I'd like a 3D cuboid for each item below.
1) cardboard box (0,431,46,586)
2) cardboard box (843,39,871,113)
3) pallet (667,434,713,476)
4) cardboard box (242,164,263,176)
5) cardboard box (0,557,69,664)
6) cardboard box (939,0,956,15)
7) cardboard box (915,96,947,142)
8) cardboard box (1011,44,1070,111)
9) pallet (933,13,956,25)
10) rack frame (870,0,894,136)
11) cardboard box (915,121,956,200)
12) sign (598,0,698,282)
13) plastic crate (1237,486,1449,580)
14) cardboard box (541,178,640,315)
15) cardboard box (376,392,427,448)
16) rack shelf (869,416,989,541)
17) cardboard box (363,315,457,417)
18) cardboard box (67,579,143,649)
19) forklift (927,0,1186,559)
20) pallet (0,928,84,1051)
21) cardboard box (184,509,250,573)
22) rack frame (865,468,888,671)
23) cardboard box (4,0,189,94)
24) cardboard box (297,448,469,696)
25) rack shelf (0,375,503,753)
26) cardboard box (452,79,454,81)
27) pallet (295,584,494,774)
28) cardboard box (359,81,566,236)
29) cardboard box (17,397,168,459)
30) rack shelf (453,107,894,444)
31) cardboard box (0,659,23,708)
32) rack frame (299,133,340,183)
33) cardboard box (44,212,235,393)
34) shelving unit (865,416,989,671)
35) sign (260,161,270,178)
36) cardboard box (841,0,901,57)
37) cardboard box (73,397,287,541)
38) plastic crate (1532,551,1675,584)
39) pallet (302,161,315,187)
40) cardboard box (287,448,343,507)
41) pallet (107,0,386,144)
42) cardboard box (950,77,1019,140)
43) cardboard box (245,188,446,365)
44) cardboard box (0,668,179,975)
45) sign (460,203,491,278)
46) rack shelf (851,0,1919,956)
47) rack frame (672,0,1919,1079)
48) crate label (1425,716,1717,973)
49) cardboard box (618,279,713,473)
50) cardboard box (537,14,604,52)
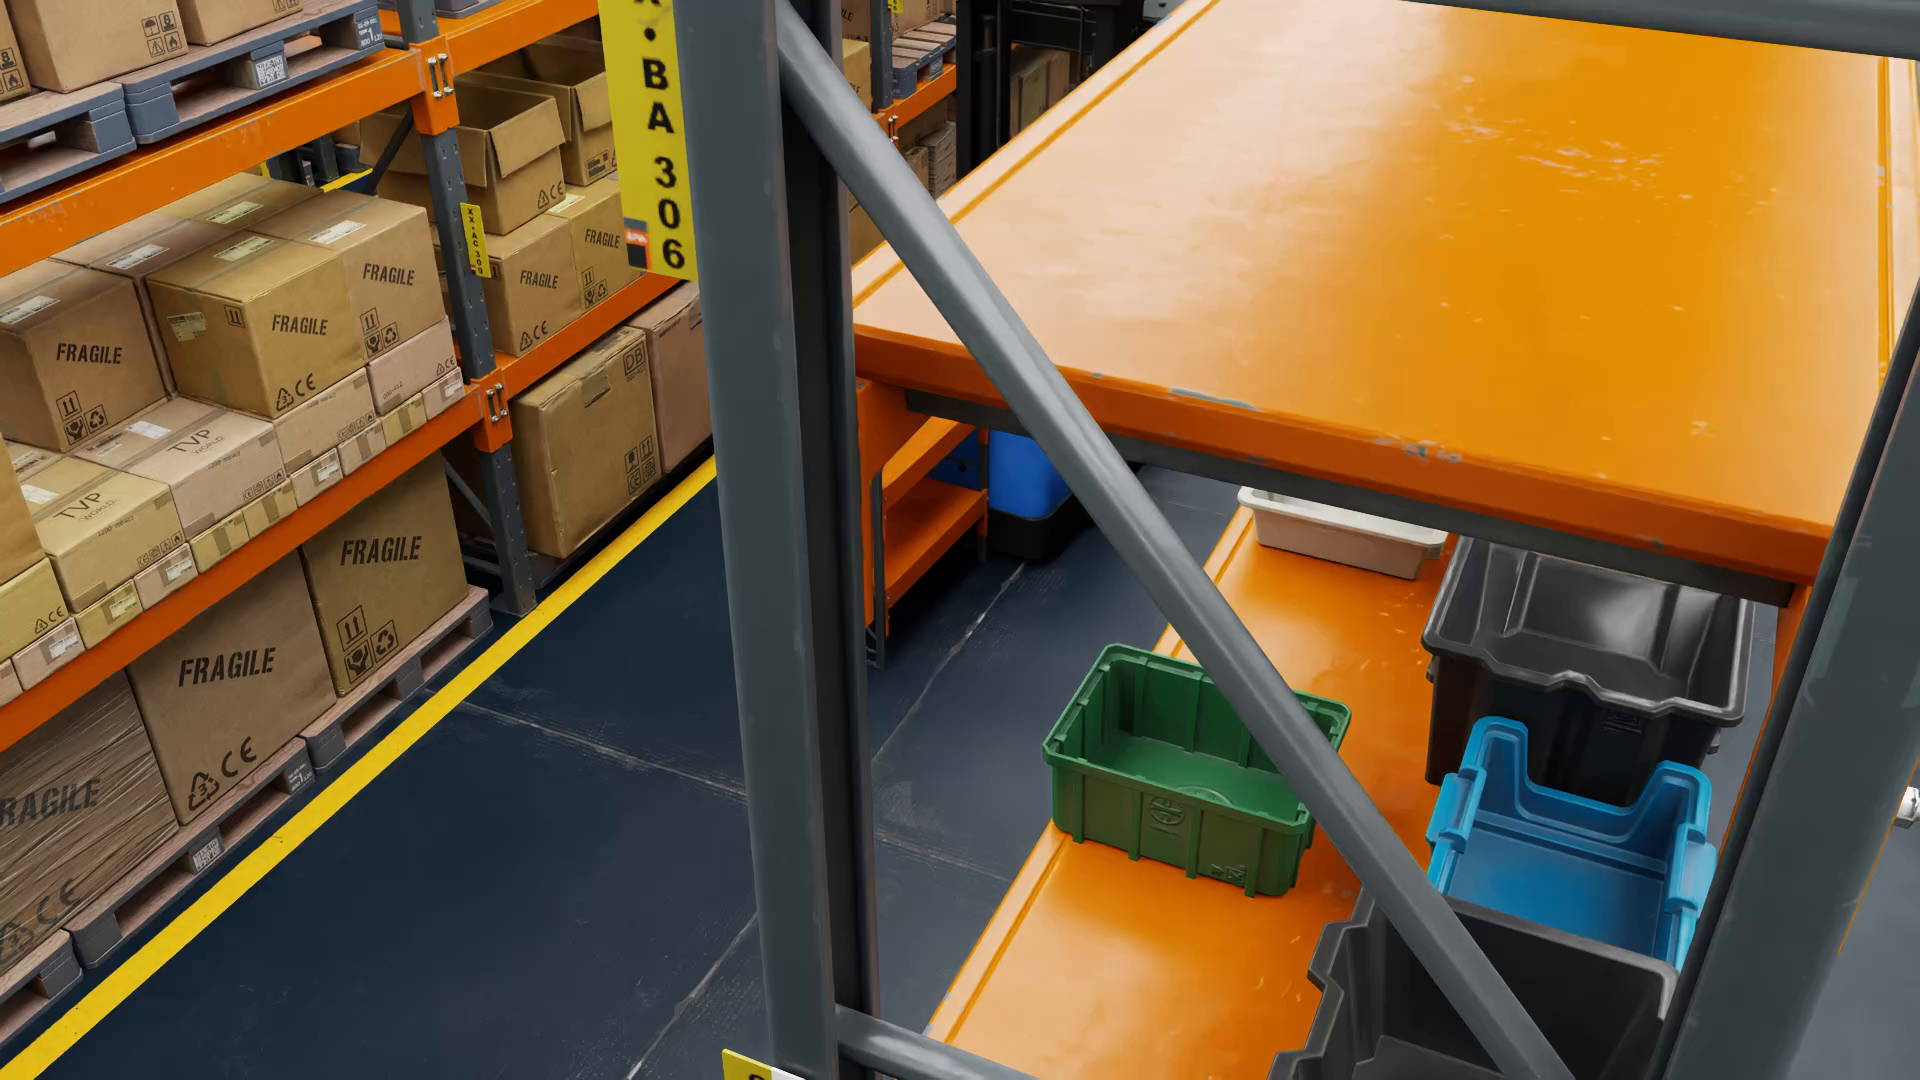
[{"bbox_3d":[-3.380,-0.078,5.315,0.500,0.500,0.500,13,35,19],"label":"cardboard box"},{"bbox_3d":[-0.881,-2.741,10.103,0.500,0.500,0.500,15,36,22],"label":"cardboard box"},{"bbox_3d":[-1.810,-0.855,9.861,1.003,0.211,1.213,14,36,20],"label":"pallet"},{"bbox_3d":[-5.400,-2.932,12.383,0.500,0.500,0.500,14,36,20],"label":"cardboard box"},{"bbox_3d":[-3.376,0.234,5.523,0.500,0.250,0.500,13,35,19],"label":"cardboard box"},{"bbox_3d":[0.011,-3.897,11.711,0.500,0.250,0.500,13,35,19],"label":"cardboard box"},{"bbox_3d":[-0.434,-3.061,11.877,0.500,0.250,0.500,18,37,26],"label":"cardboard box"},{"bbox_3d":[0.497,-3.832,13.736,0.700,0.500,0.500,11,35,17],"label":"cardboard box"},{"bbox_3d":[-0.109,-3.917,12.163,1.003,0.211,1.213,14,36,20],"label":"pallet"},{"bbox_3d":[-0.900,-3.002,10.592,1.000,3.000,0.127,14,36,20],"label":"rack frame"},{"bbox_3d":[-0.417,-2.758,12.099,0.700,0.500,0.500,11,35,17],"label":"cardboard box"},{"bbox_3d":[-0.254,-0.373,1.407,0.100,0.325,0.005,14,36,20],"label":"sign"},{"bbox_3d":[0.891,-0.111,3.689,0.437,0.136,0.530,14,36,20],"label":"plastic crate"},{"bbox_3d":[-1.944,-1.474,8.171,0.500,0.500,0.500,14,36,21],"label":"cardboard box"},{"bbox_3d":[-2.511,-0.549,7.081,0.380,0.149,0.250,15,36,21],"label":"cardboard box"},{"bbox_3d":[-0.324,-0.419,7.829,0.538,0.278,1.000,17,37,23],"label":"rack shelf"},{"bbox_3d":[-2.519,-0.791,7.086,0.500,0.250,0.500,14,36,20],"label":"cardboard box"},{"bbox_3d":[-3.156,0.220,5.908,0.380,0.149,0.250,13,36,19],"label":"cardboard box"},{"bbox_3d":[0.679,-1.912,8.993,1.130,2.935,3.031,17,37,23],"label":"forklift"},{"bbox_3d":[-3.983,1.733,5.915,1.003,0.211,1.213,14,36,20],"label":"pallet"},{"bbox_3d":[-2.940,-0.037,6.301,0.380,0.149,0.250,14,36,20],"label":"cardboard box"},{"bbox_3d":[-0.567,0.071,7.616,0.500,1.125,0.032,17,37,23],"label":"rack frame"},{"bbox_3d":[-3.075,-1.853,5.539,0.700,0.500,0.500,16,37,23],"label":"cardboard box"},{"bbox_3d":[-2.922,0.014,7.548,0.875,0.875,0.875,14,36,20],"label":"cardboard box"},{"bbox_3d":[-3.410,0.287,6.232,1.077,0.370,4.000,14,36,20],"label":"rack shelf"},{"bbox_3d":[-4.663,-4.144,14.002,1.050,0.750,0.750,15,36,21],"label":"cardboard box"},{"bbox_3d":[-2.962,0.517,7.769,1.003,0.211,1.213,14,36,20],"label":"pallet"},{"bbox_3d":[-2.313,-1.791,7.740,0.797,0.503,0.637,13,36,19],"label":"cardboard box"},{"bbox_3d":[-3.432,-0.391,6.477,0.500,0.250,0.500,15,36,22],"label":"cardboard box"},{"bbox_3d":[-1.736,-1.705,9.270,1.077,0.370,4.000,14,36,20],"label":"rack shelf"},{"bbox_3d":[-3.370,0.474,5.520,0.380,0.149,0.250,13,36,20],"label":"cardboard box"},{"bbox_3d":[-5.362,-4.190,12.404,1.000,3.000,0.127,14,36,20],"label":"rack frame"},{"bbox_3d":[-3.219,-0.961,6.662,0.500,0.500,0.500,14,36,20],"label":"cardboard box"},{"bbox_3d":[-0.324,-0.174,7.989,0.538,1.125,1.048,17,37,23],"label":"shelving unit"},{"bbox_3d":[-3.070,-1.580,7.441,0.100,0.325,0.005,14,36,20],"label":"sign"},{"bbox_3d":[-0.710,-3.497,10.874,0.500,0.500,0.500,10,35,15],"label":"cardboard box"},{"bbox_3d":[-2.947,-0.279,6.305,0.500,0.250,0.500,15,36,21],"label":"cardboard box"},{"bbox_3d":[1.460,-0.119,3.568,0.437,0.282,0.530,14,36,20],"label":"plastic crate"},{"bbox_3d":[-5.691,-2.635,12.576,1.003,0.211,1.213,14,36,20],"label":"pallet"},{"bbox_3d":[-2.726,-0.293,6.691,0.380,0.149,0.250,15,36,21],"label":"cardboard box"},{"bbox_3d":[-2.925,-1.822,6.138,1.003,0.211,1.213,14,36,20],"label":"pallet"},{"bbox_3d":[0.047,-3.320,12.956,0.700,0.500,0.500,11,35,16],"label":"cardboard box"},{"bbox_3d":[-2.523,-1.095,6.865,0.500,0.500,0.500,15,36,22],"label":"cardboard box"},{"bbox_3d":[-3.671,0.905,6.189,0.875,0.875,0.875,14,36,20],"label":"cardboard box"},{"bbox_3d":[-2.068,-1.278,7.102,0.100,0.325,0.005,14,36,20],"label":"sign"},{"bbox_3d":[1.089,-0.918,2.964,1.077,0.370,4.000,14,36,20],"label":"rack shelf"},{"bbox_3d":[0.249,-0.391,1.139,0.949,2.616,0.053,14,36,20],"label":"rack frame"},{"bbox_3d":[0.932,0.541,2.589,0.408,0.251,0.502,14,36,20],"label":"crate label"},{"bbox_3d":[-1.950,-1.065,9.194,1.225,0.875,0.875,13,35,19],"label":"cardboard box"},{"bbox_3d":[-1.770,-2.443,8.734,0.797,0.503,0.637,15,36,22],"label":"cardboard box"}]
